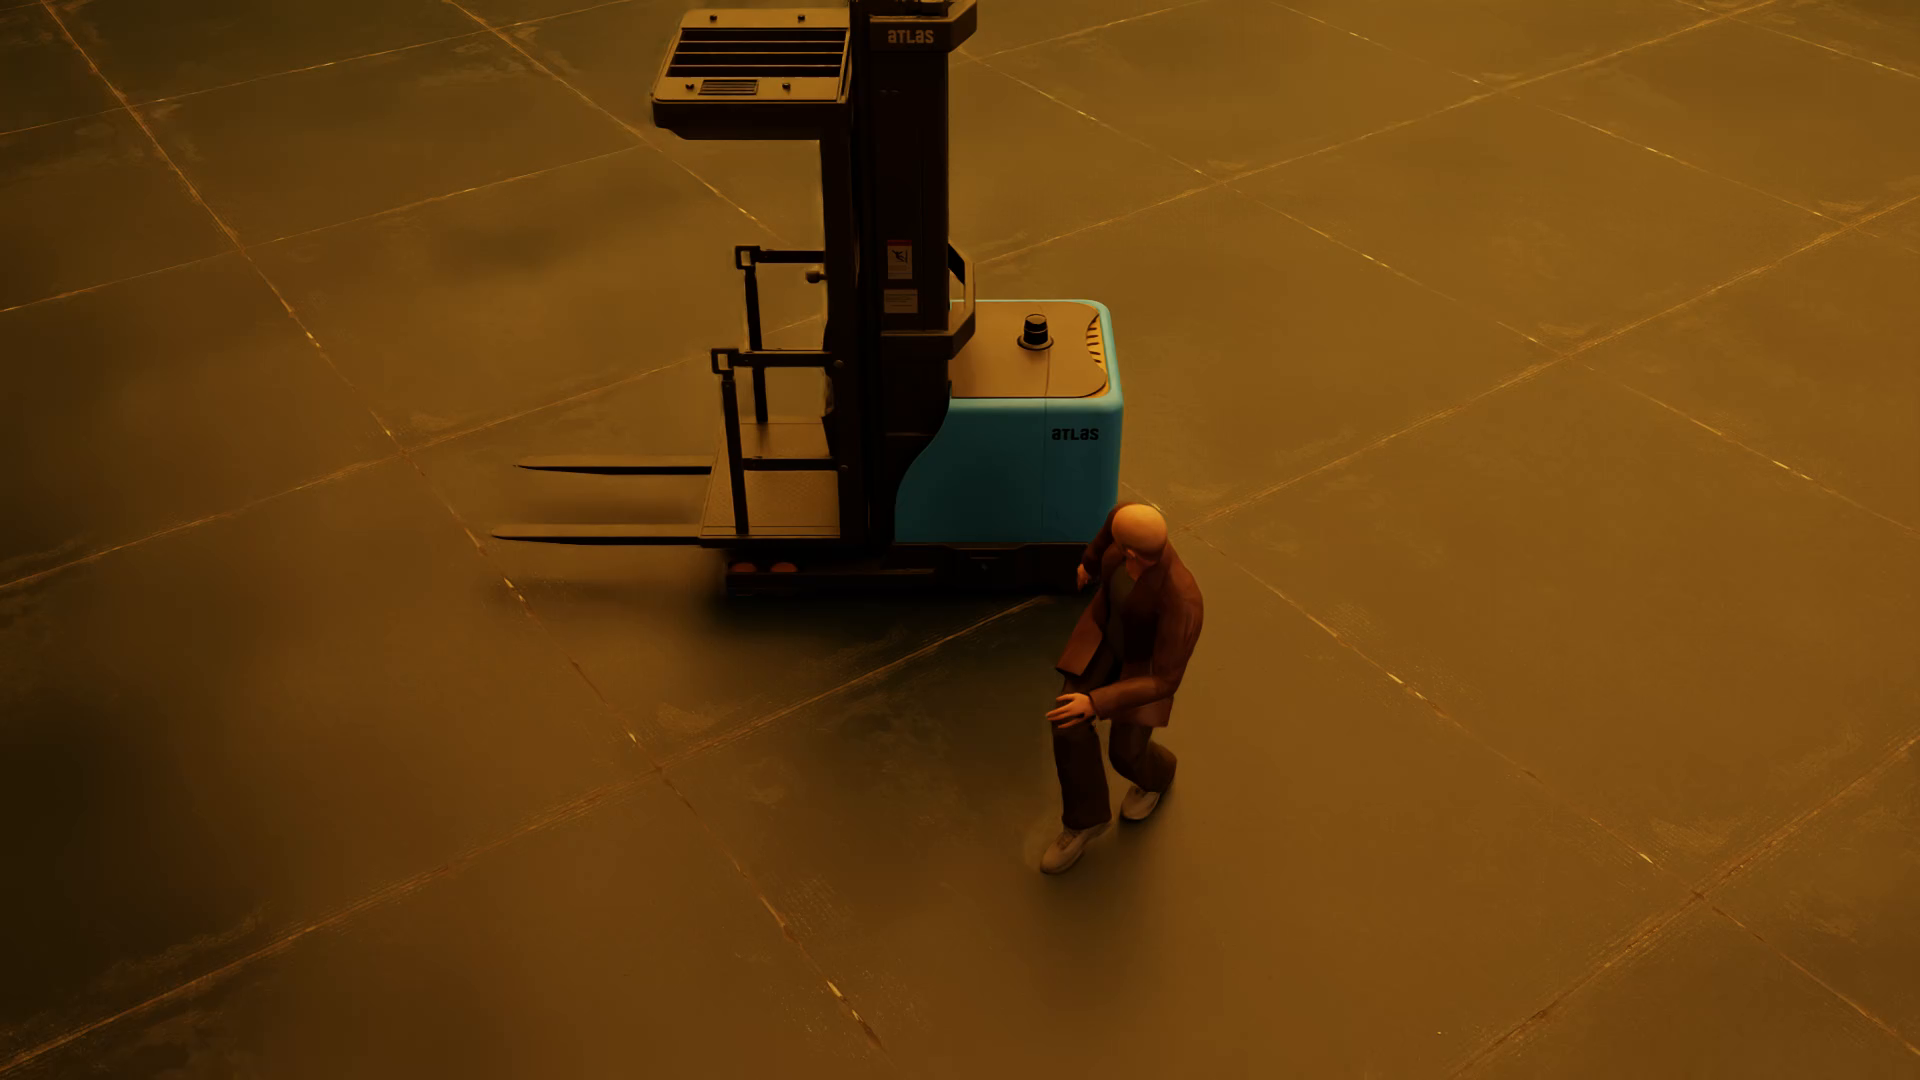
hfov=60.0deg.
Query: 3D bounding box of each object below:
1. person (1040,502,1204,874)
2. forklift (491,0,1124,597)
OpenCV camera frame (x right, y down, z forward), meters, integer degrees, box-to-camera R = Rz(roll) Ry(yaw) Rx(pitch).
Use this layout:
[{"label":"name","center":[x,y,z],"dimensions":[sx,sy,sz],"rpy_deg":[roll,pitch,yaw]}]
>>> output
[{"label":"person","center":[0.544,0.476,6.443],"dimensions":[0.804,1.606,0.829],"rpy_deg":[30,46,34]},{"label":"forklift","center":[-0.762,-1.220,7.595],"dimensions":[3.031,2.935,1.130],"rpy_deg":[0,36,0]}]
